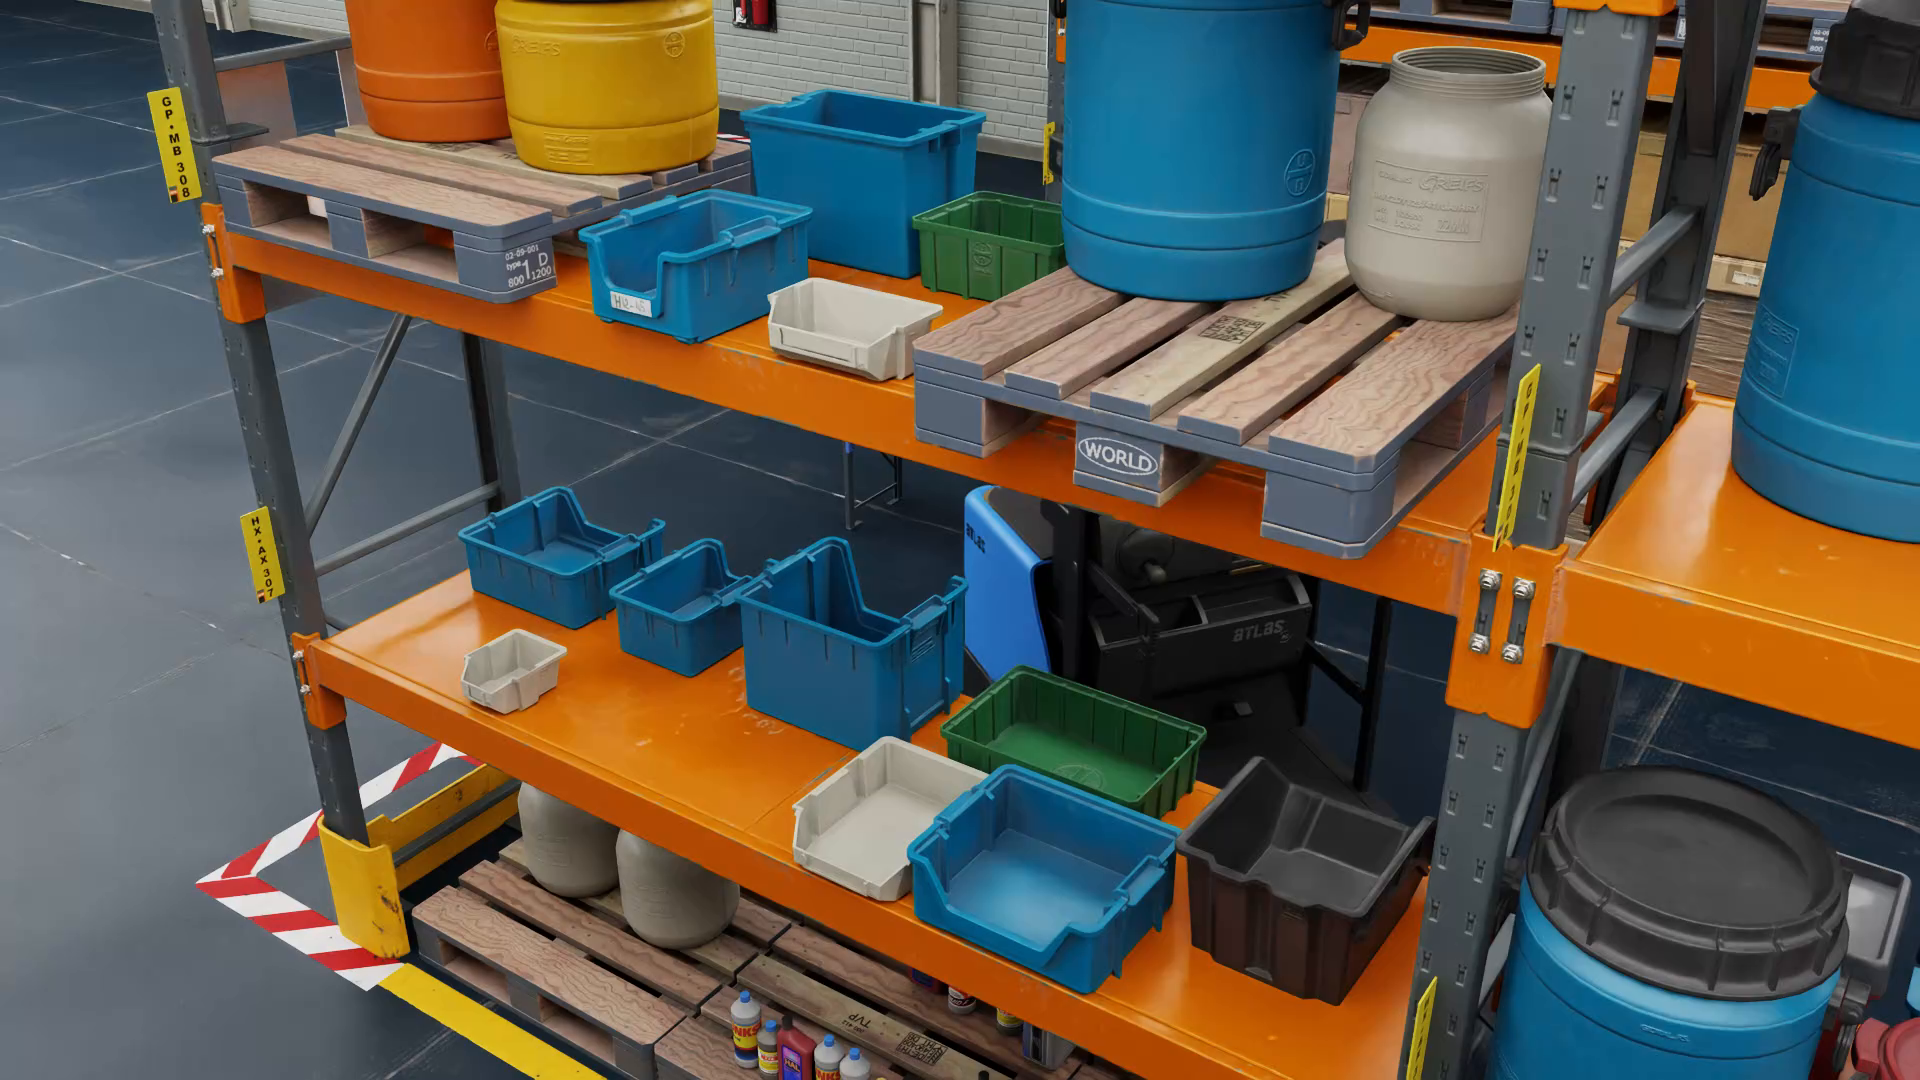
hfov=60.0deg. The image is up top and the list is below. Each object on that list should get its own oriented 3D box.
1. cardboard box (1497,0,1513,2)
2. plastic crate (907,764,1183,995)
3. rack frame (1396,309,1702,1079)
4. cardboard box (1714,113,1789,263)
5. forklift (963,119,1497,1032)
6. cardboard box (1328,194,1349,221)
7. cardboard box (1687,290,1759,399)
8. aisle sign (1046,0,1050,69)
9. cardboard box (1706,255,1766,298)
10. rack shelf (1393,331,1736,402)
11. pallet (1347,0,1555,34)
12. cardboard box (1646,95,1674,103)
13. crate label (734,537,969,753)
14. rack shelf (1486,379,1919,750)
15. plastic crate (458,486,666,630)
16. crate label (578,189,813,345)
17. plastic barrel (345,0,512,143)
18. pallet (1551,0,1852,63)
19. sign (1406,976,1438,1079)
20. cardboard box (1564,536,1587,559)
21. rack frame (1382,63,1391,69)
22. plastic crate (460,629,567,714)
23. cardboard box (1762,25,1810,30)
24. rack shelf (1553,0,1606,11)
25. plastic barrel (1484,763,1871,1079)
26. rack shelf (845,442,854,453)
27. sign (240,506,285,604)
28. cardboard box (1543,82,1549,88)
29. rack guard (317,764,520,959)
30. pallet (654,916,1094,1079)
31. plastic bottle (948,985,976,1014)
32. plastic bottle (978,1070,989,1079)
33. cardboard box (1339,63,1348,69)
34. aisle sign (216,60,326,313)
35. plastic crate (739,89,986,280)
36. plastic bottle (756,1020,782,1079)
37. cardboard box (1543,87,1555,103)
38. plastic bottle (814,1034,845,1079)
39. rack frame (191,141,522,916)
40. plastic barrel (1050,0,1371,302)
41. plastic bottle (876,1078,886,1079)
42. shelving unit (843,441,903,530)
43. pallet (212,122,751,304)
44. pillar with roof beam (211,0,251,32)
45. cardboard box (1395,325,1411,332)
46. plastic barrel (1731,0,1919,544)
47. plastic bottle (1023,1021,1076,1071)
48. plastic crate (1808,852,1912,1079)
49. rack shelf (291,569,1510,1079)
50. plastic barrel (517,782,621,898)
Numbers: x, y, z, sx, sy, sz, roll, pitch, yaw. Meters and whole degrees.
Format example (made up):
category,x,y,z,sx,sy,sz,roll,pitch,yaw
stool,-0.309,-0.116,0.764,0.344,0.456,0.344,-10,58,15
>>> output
category,x,y,z,sx,sy,sz,roll,pitch,yaw
cardboard box,4.112,-3.968,13.057,0.500,0.500,0.500,17,31,30
plastic crate,0.226,0.881,4.376,0.616,0.251,0.499,17,32,30
rack frame,1.292,0.997,3.983,0.127,3.000,1.000,17,32,30
cardboard box,3.730,-1.588,7.522,0.500,0.500,0.700,17,32,31
forklift,1.016,-0.038,6.094,1.130,2.935,3.031,-10,29,-19
cardboard box,2.066,-1.703,8.464,0.250,0.149,0.380,17,31,30
cardboard box,3.730,-1.010,7.816,0.500,0.500,0.700,16,31,29
aisle sign,0.574,-2.942,8.857,0.004,0.787,0.394,17,32,30
cardboard box,3.551,-1.241,7.556,0.250,0.149,0.380,17,31,29
rack shelf,2.450,-1.046,8.792,4.000,0.370,1.077,17,32,30
pallet,2.380,-2.674,7.987,1.213,0.211,1.003,17,32,30
cardboard box,5.083,-3.381,11.903,0.500,0.500,0.500,18,32,32
crate label,-0.335,0.326,5.263,0.616,0.435,0.502,17,32,30
rack shelf,2.940,0.495,2.456,4.000,0.370,1.077,17,32,30
plastic crate,-1.424,0.053,6.002,0.616,0.251,0.499,17,32,30
crate label,-0.650,-0.696,4.167,0.408,0.251,0.502,17,32,30
plastic barrel,-1.533,-1.668,4.976,0.708,0.830,0.600,17,32,30
pallet,3.381,-2.360,7.371,1.213,0.211,1.003,17,32,30
sign,0.971,1.077,3.521,0.005,0.325,0.100,17,32,30
cardboard box,3.186,0.015,8.481,0.500,0.250,0.500,17,32,30
rack frame,3.603,-3.734,13.279,0.127,3.000,1.000,17,32,30
plastic crate,-1.450,0.438,5.373,0.250,0.136,0.298,17,32,30
cardboard box,5.799,-3.446,12.030,0.500,0.500,0.500,18,32,32
rack shelf,-0.357,-1.691,3.885,4.000,0.370,1.077,17,32,30
plastic barrel,1.438,0.987,3.452,0.708,0.901,0.600,17,32,30
rack shelf,-0.070,-0.530,9.034,1.000,0.185,0.538,17,32,30
sign,-2.321,0.051,5.536,0.005,0.325,0.100,17,32,30
cardboard box,4.229,-3.644,12.420,0.500,0.500,0.500,17,32,30
rack guard,-1.916,1.086,6.564,0.348,0.500,1.175,17,32,30
pallet,-0.248,1.739,5.600,1.213,0.211,1.003,17,32,30
plastic bottle,0.008,1.491,5.613,0.097,0.201,0.097,0,27,0
plastic bottle,0.101,1.739,5.036,0.133,0.283,0.061,17,32,30
cardboard box,1.660,-2.232,8.788,0.500,0.500,0.700,16,31,29
aisle sign,-2.231,-1.097,5.233,0.004,0.787,0.394,17,32,30
plastic crate,-0.263,-0.982,4.583,0.575,0.384,0.392,17,32,30
plastic bottle,-0.602,1.630,5.340,0.097,0.201,0.097,0,27,0
cardboard box,2.900,-1.846,8.029,0.500,0.500,0.700,17,32,30
plastic bottle,-0.405,1.660,5.203,0.097,0.271,0.097,0,27,0
rack frame,-2.006,-0.030,6.001,0.127,3.000,1.000,17,32,30
plastic barrel,0.532,-1.046,3.674,0.708,0.901,0.600,17,32,30
plastic bottle,-0.241,1.743,5.119,0.097,0.201,0.097,0,27,0
shelving unit,-0.070,-0.690,8.953,1.048,1.500,0.538,17,32,30
pallet,-1.379,-1.033,4.874,1.213,0.211,1.003,17,32,30
pillar with roof beam,-12.604,-9.564,18.121,0.400,9.000,9.100,17,32,30
cardboard box,2.457,-1.404,8.591,0.500,0.500,0.700,18,32,32
plastic barrel,1.834,-0.513,3.092,0.708,0.901,0.600,17,32,30
plastic bottle,0.292,1.557,5.401,0.135,0.276,0.152,17,32,30
plastic crate,1.864,0.979,3.949,0.583,0.464,0.402,17,32,30
rack shelf,-0.357,0.804,5.155,4.000,0.370,1.077,17,32,30
plastic barrel,-1.420,1.032,6.194,0.421,0.512,0.421,0,27,0
